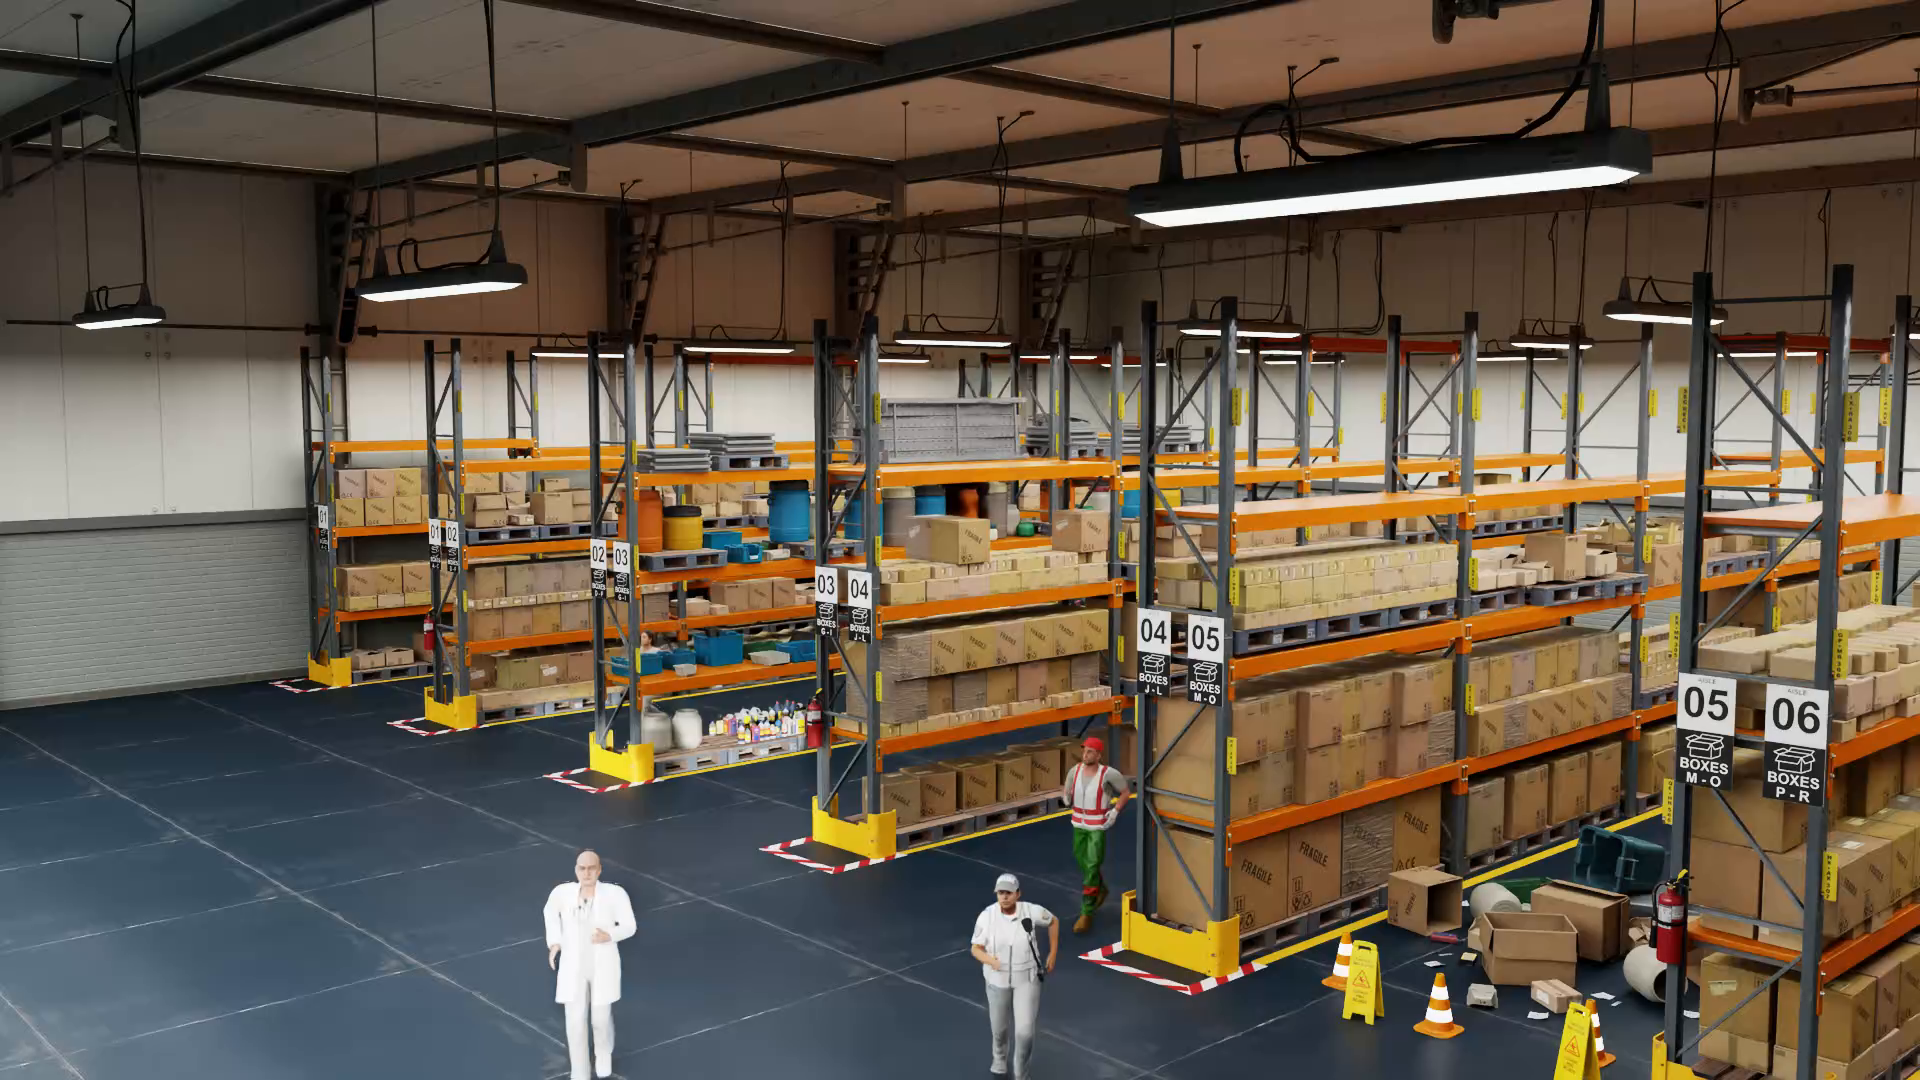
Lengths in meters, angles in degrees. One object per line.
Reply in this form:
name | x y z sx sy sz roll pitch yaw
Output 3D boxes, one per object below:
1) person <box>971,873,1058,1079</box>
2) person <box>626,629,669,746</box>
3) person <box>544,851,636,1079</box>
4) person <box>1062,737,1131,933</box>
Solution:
person | 0.400 3.266 12.249 0.617 1.678 0.848 1 5 8
person | -4.623 2.146 24.570 0.567 1.659 0.955 3 6 32
person | -2.737 3.192 12.290 0.694 1.822 0.876 -1 5 -7
person | 1.264 2.827 16.266 0.651 1.817 0.856 4 6 36
